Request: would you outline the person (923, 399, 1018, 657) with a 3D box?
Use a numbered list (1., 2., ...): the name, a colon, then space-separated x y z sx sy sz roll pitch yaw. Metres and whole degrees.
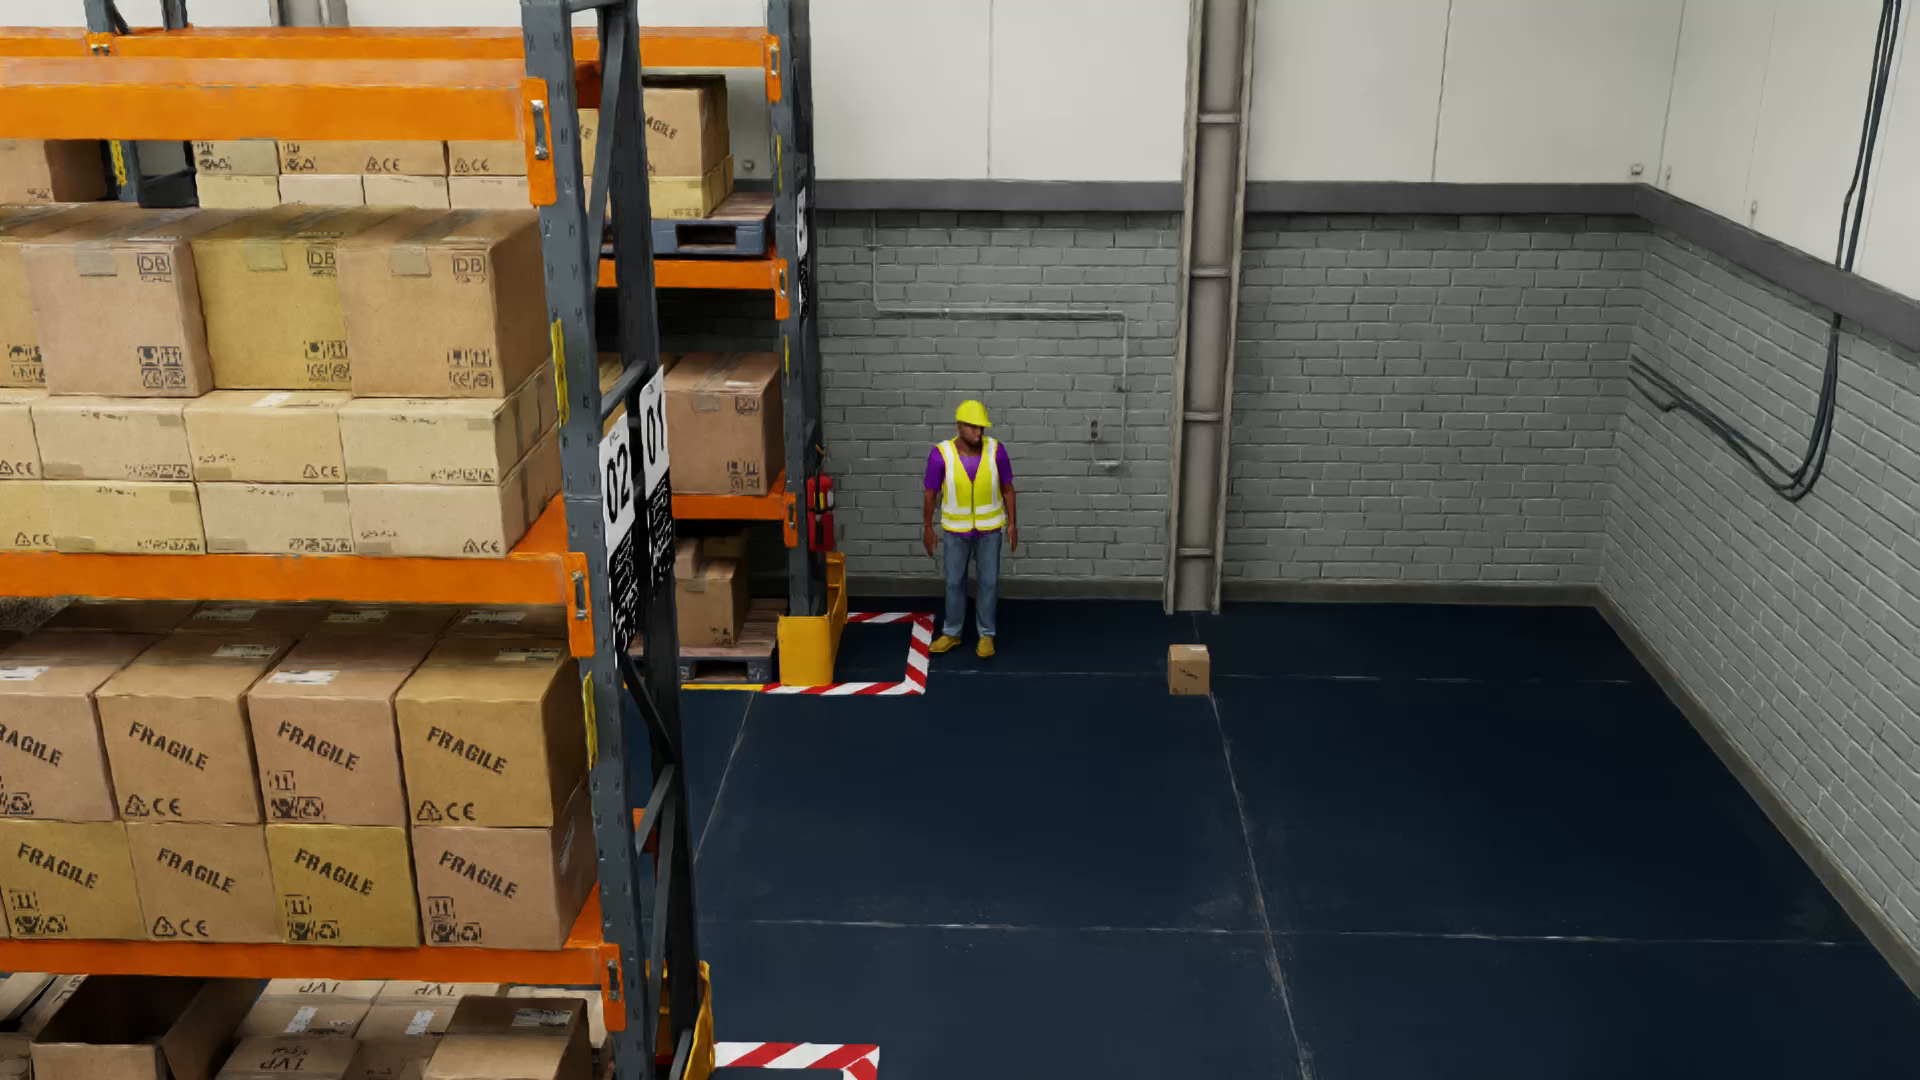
1. person: 0.072 -0.075 11.161 0.641 1.774 0.386 -1 21 -3
